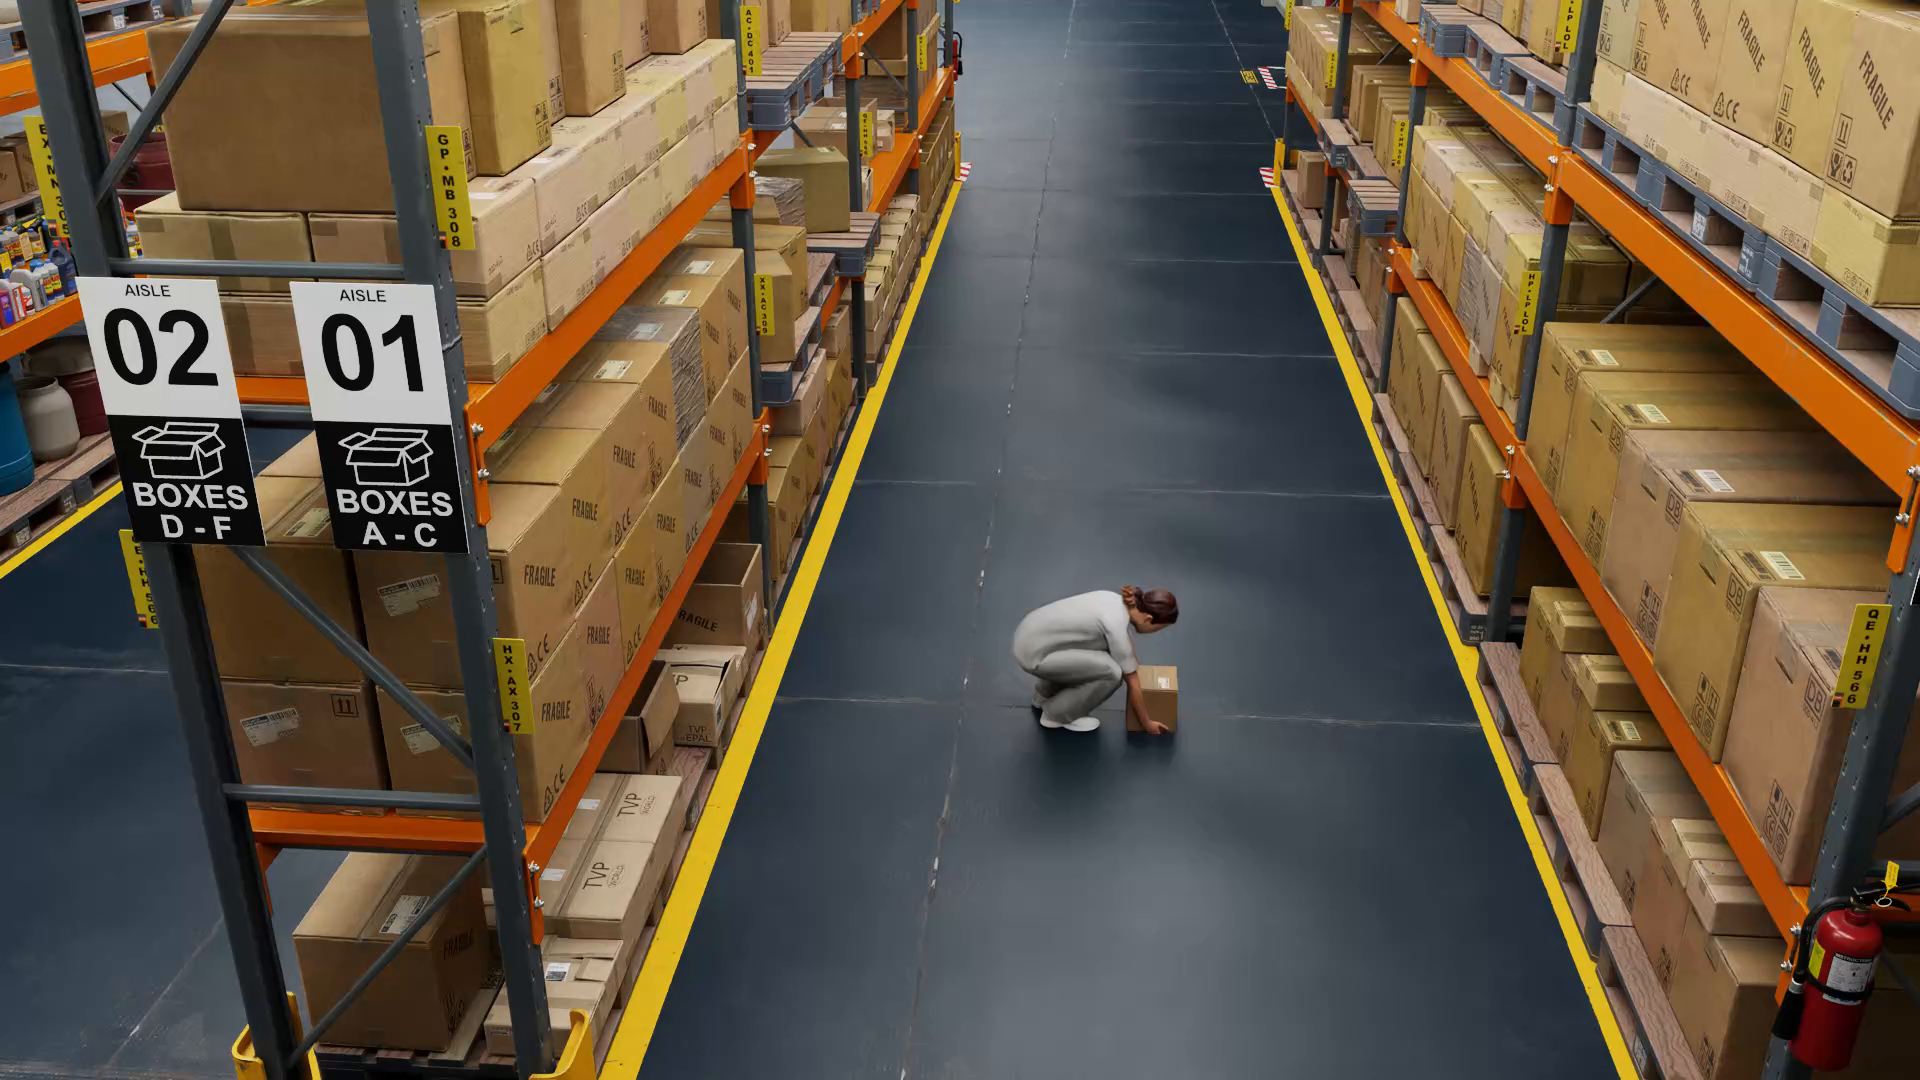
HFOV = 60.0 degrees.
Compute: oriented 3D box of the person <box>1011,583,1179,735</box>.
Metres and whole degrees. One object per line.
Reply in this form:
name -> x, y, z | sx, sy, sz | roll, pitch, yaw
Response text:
person -> 0.678, 0.602, 8.479 | 0.842, 0.808, 0.460 | 1, 25, 3
